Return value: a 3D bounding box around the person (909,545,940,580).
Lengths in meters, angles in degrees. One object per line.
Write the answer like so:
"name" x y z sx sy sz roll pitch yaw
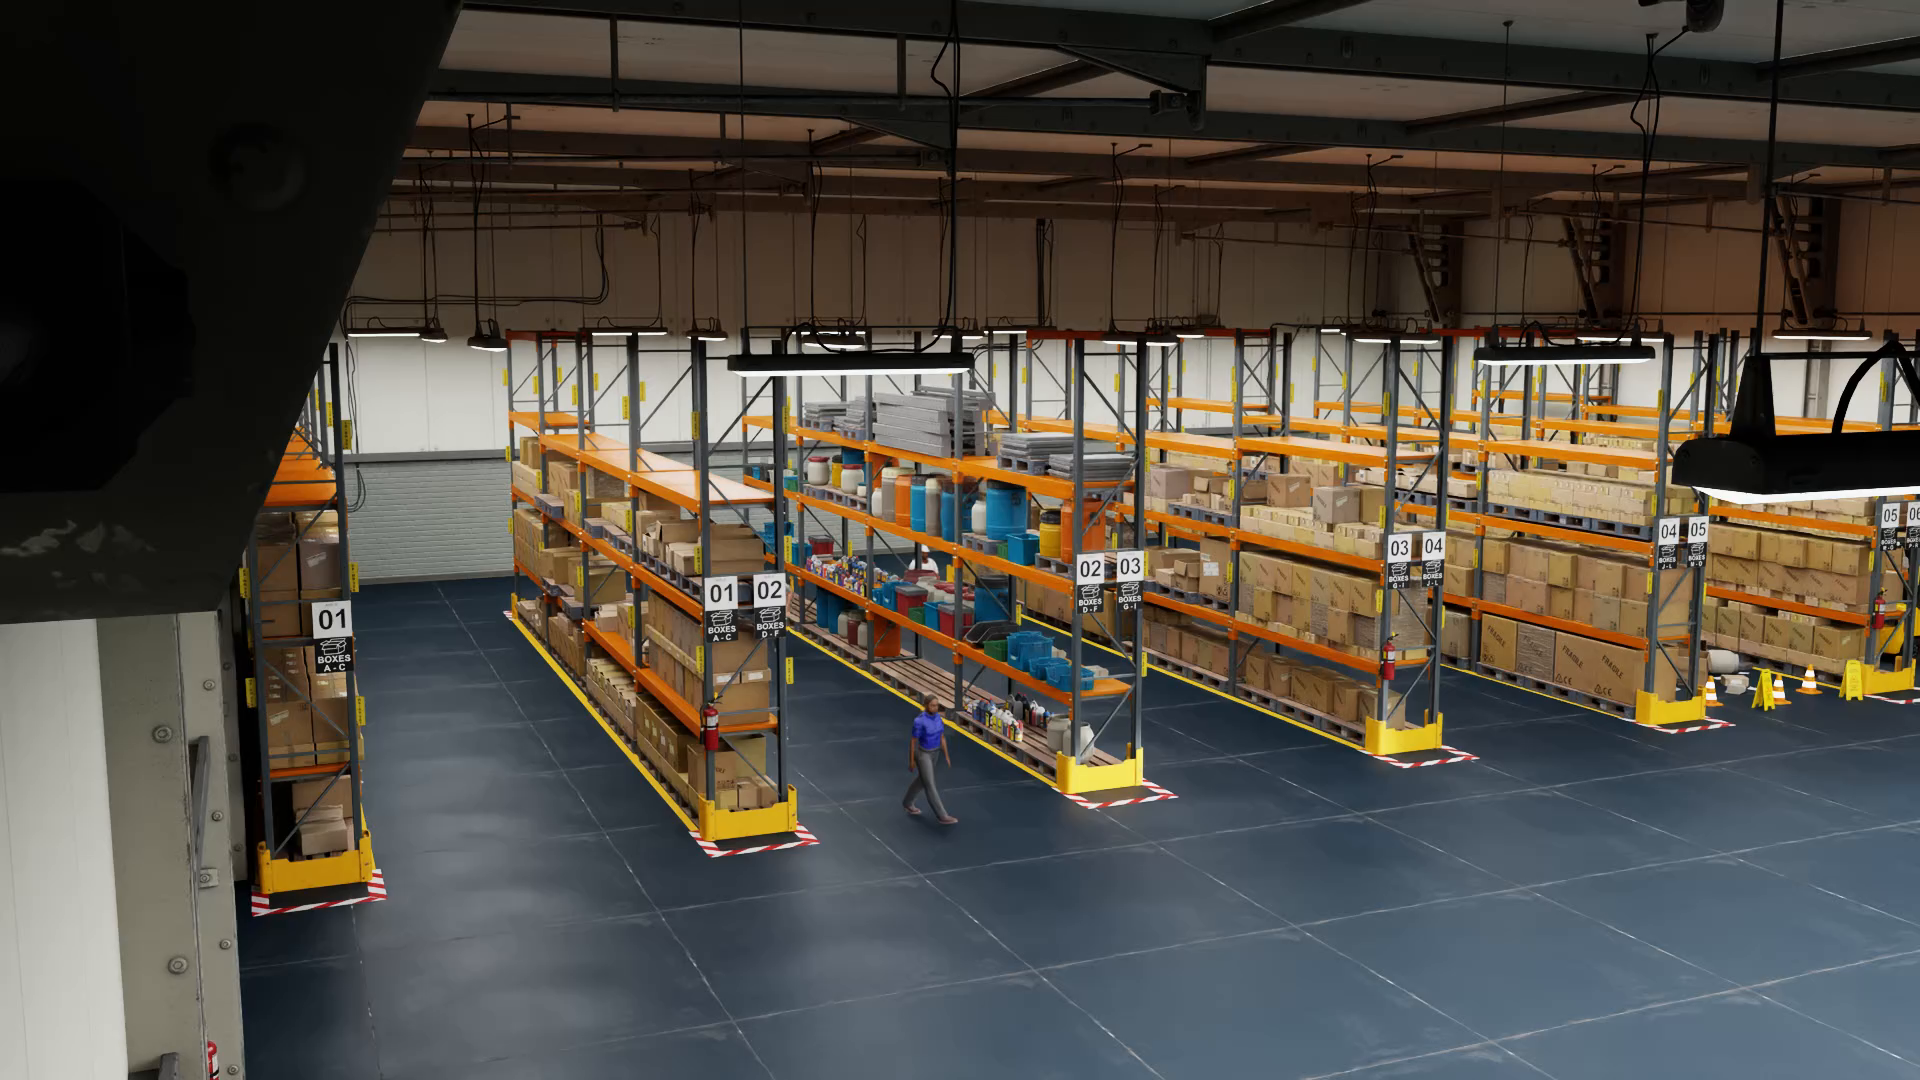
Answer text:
"person" -0.690 0.958 33.206 0.595 1.711 1.081 -4 9 -25

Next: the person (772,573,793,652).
"person" -3.395 1.340 31.018 0.575 1.581 0.702 -2 8 -13

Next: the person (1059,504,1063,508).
"person" 2.635 -0.121 41.377 0.509 1.617 1.042 -3 8 -20

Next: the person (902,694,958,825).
"person" -0.351 2.707 20.721 1.033 1.595 0.477 6 10 35
